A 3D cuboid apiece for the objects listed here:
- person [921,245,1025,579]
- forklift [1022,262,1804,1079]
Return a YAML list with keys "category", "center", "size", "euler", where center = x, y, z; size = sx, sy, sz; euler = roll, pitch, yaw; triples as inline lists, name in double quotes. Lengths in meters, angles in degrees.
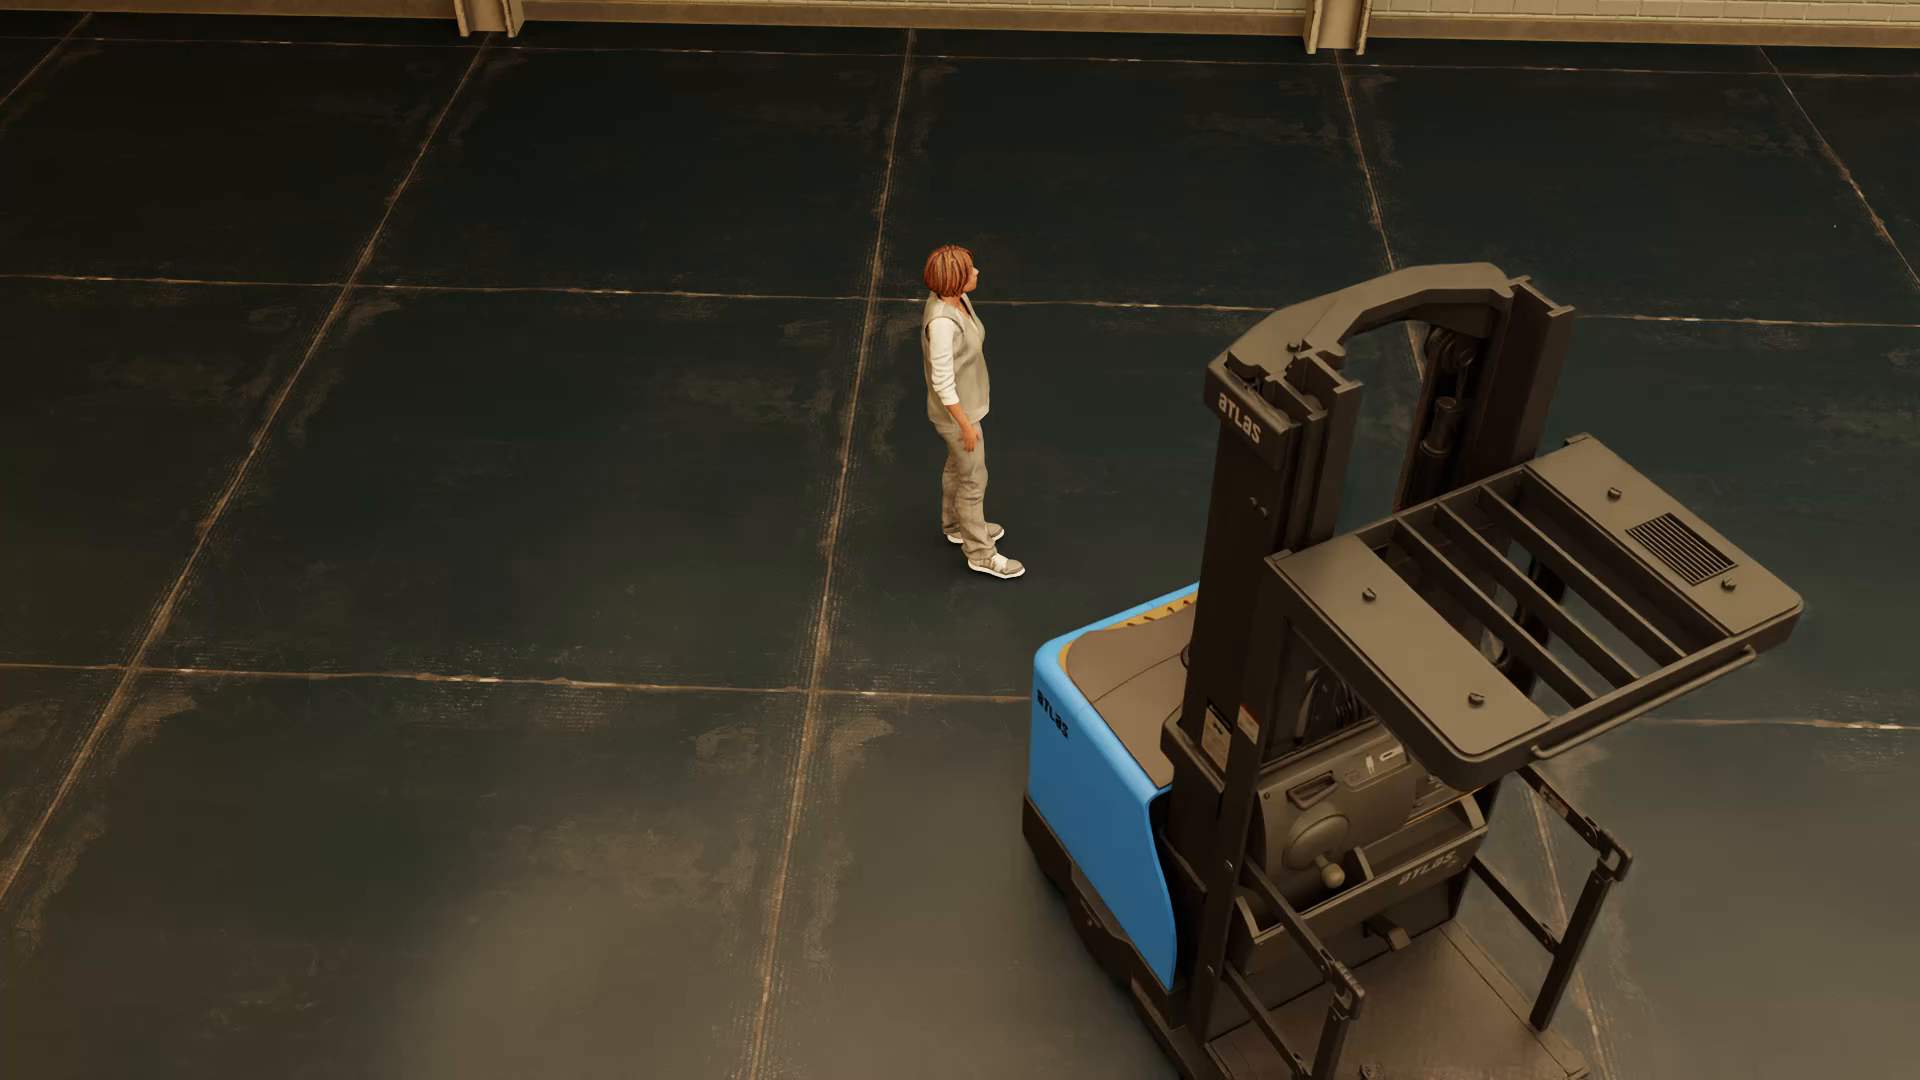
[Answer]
- category: "person"
  center: [0.074, -0.583, 7.361]
  size: [0.473, 1.599, 0.521]
  euler: [2, 42, 2]
- category: "forklift"
  center: [1.384, 0.813, 4.852]
  size: [1.130, 2.935, 3.031]
  euler: [-20, 46, -20]
